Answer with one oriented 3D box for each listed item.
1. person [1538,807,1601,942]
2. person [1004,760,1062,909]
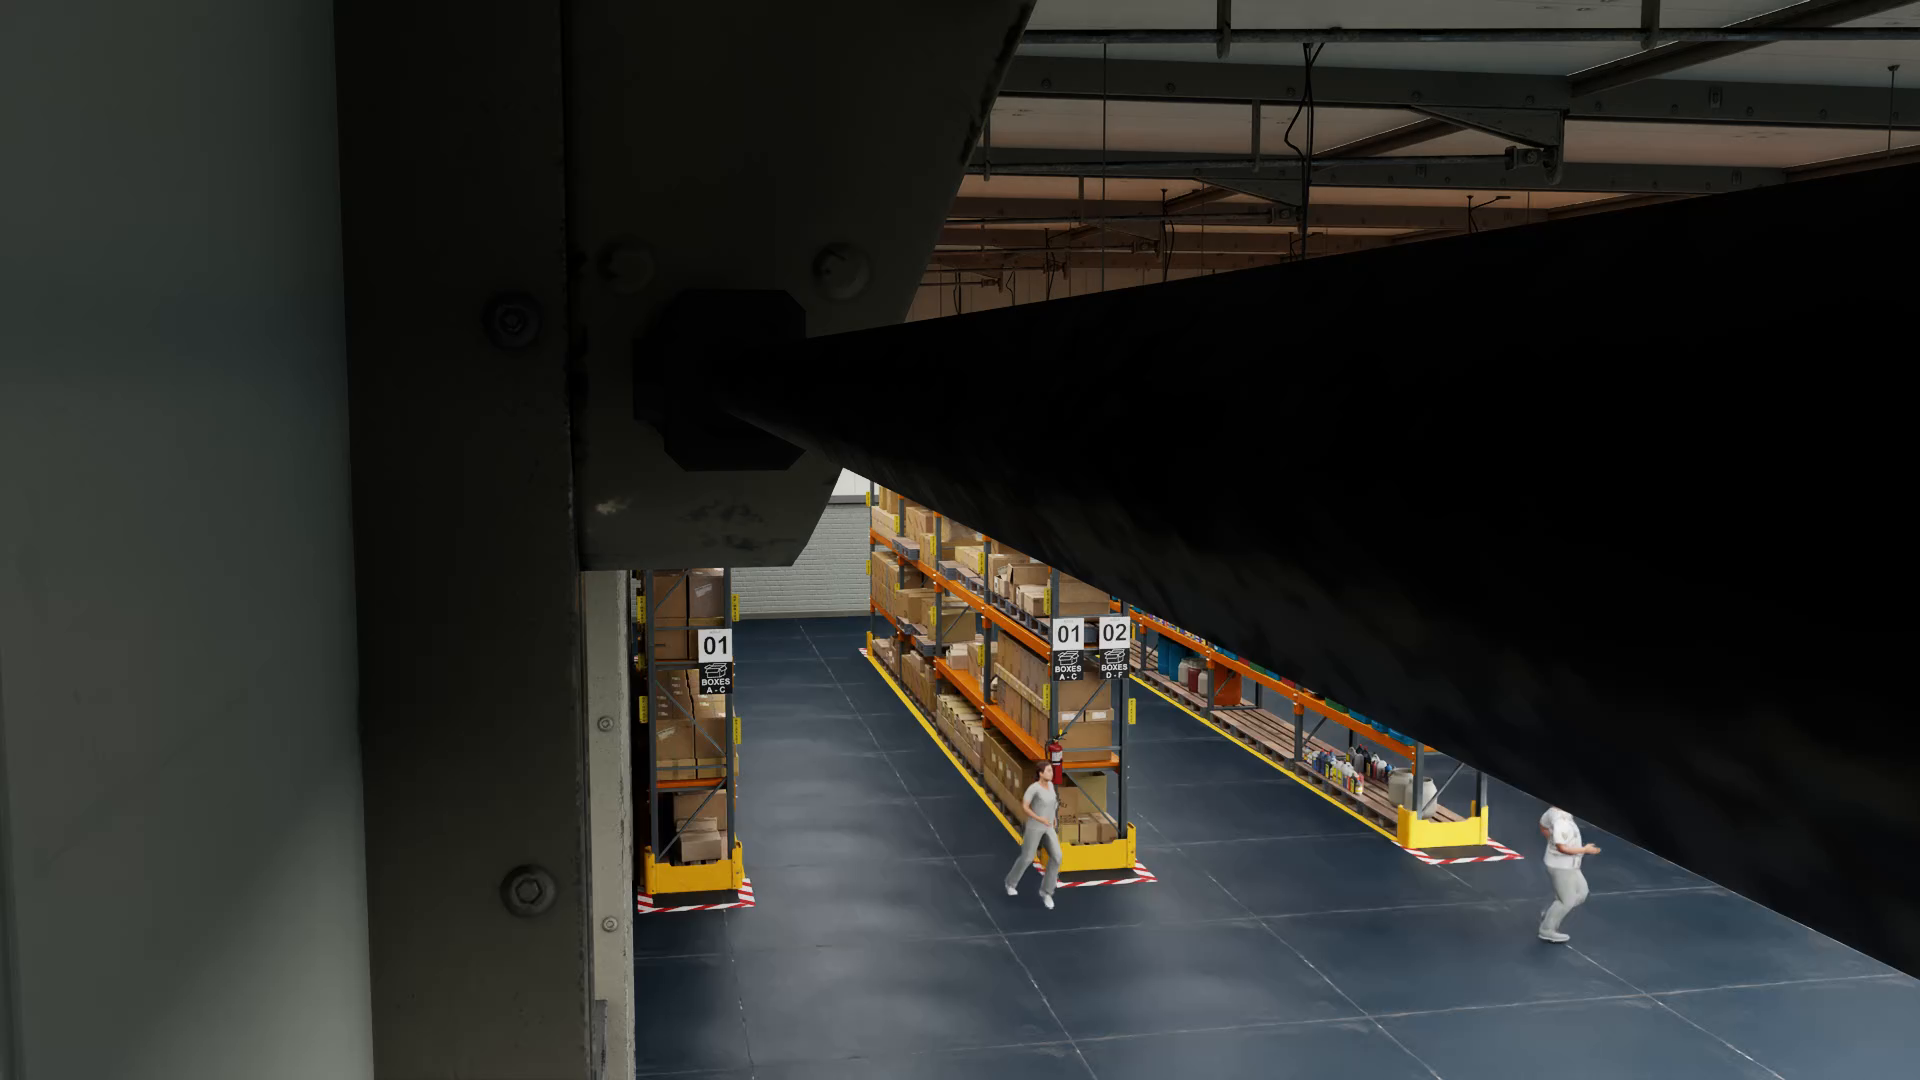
[{"bbox_3d":[6.688,3.556,18.256,0.617,1.760,0.648,2,6,17],"label":"person"},{"bbox_3d":[0.948,3.454,19.761,0.650,1.688,0.750,-5,8,-40],"label":"person"}]
